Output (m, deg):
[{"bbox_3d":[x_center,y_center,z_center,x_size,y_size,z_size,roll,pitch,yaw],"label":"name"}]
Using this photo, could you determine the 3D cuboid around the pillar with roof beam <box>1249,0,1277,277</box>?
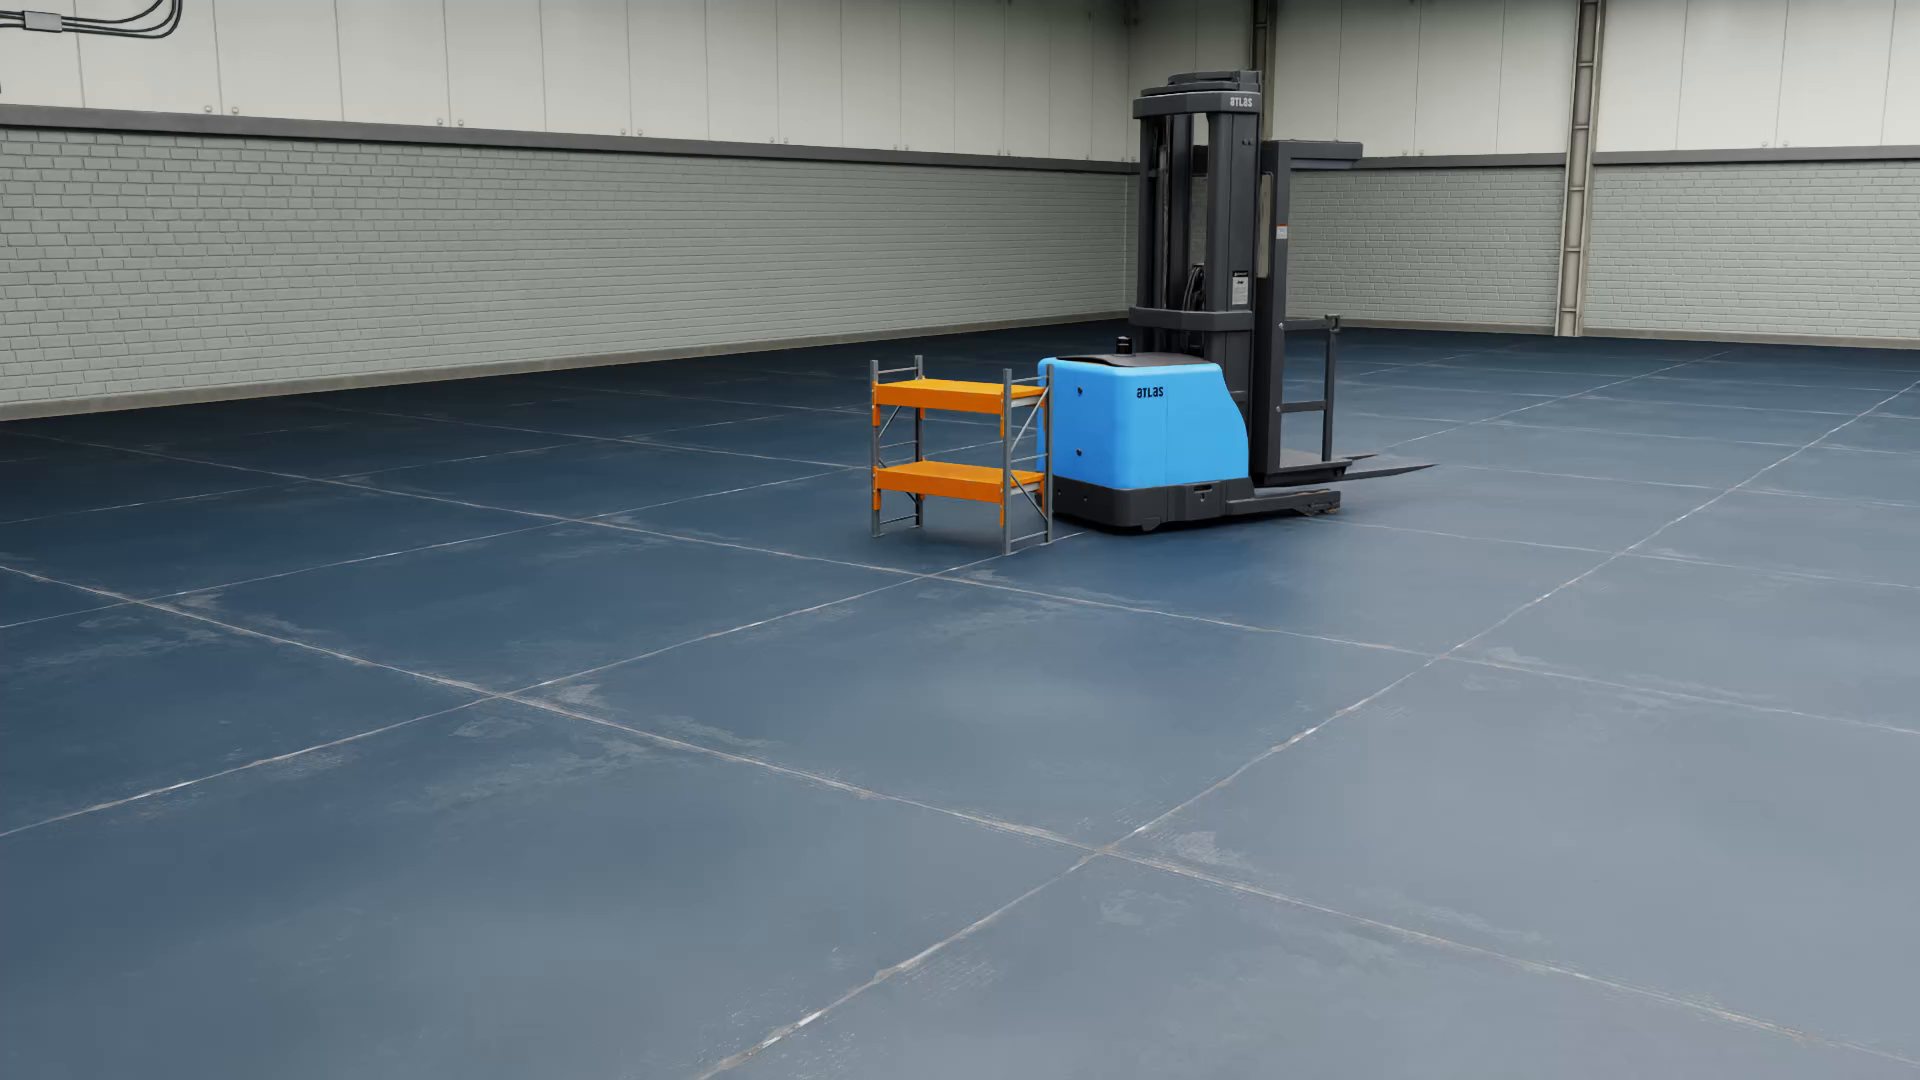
[{"bbox_3d":[3.142,-7.961,27.990,0.548,9.000,9.100,8,13,36],"label":"pillar with roof beam"}]

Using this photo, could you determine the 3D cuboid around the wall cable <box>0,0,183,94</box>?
[{"bbox_3d":[-8.915,-7.453,16.408,0.169,6.003,2.305,8,13,36],"label":"wall cable"}]

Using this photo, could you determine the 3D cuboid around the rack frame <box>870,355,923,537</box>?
[{"bbox_3d":[-0.404,-0.609,10.714,0.032,1.125,0.500,8,13,36],"label":"rack frame"}]

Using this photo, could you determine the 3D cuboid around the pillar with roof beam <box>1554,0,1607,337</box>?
[{"bbox_3d":[7.978,-7.287,24.503,0.400,9.000,9.100,8,13,36],"label":"pillar with roof beam"}]

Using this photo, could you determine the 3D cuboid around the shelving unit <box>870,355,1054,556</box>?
[{"bbox_3d":[0.005,-0.552,10.419,1.048,1.125,0.538,8,13,36],"label":"shelving unit"}]

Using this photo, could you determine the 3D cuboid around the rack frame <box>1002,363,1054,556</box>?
[{"bbox_3d":[0.415,-0.494,10.124,0.032,1.125,0.500,8,13,36],"label":"rack frame"}]

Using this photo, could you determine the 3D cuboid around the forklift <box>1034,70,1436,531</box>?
[{"bbox_3d":[2.035,-1.680,11.495,3.031,2.935,1.130,-7,13,-31],"label":"forklift"}]

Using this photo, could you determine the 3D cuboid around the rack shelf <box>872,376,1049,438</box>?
[{"bbox_3d":[0.005,-0.839,10.363,1.000,0.278,0.538,8,13,36],"label":"rack shelf"}]

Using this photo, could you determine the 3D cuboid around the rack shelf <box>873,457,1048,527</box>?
[{"bbox_3d":[0.005,-0.311,10.465,1.000,0.278,0.538,8,13,36],"label":"rack shelf"}]
